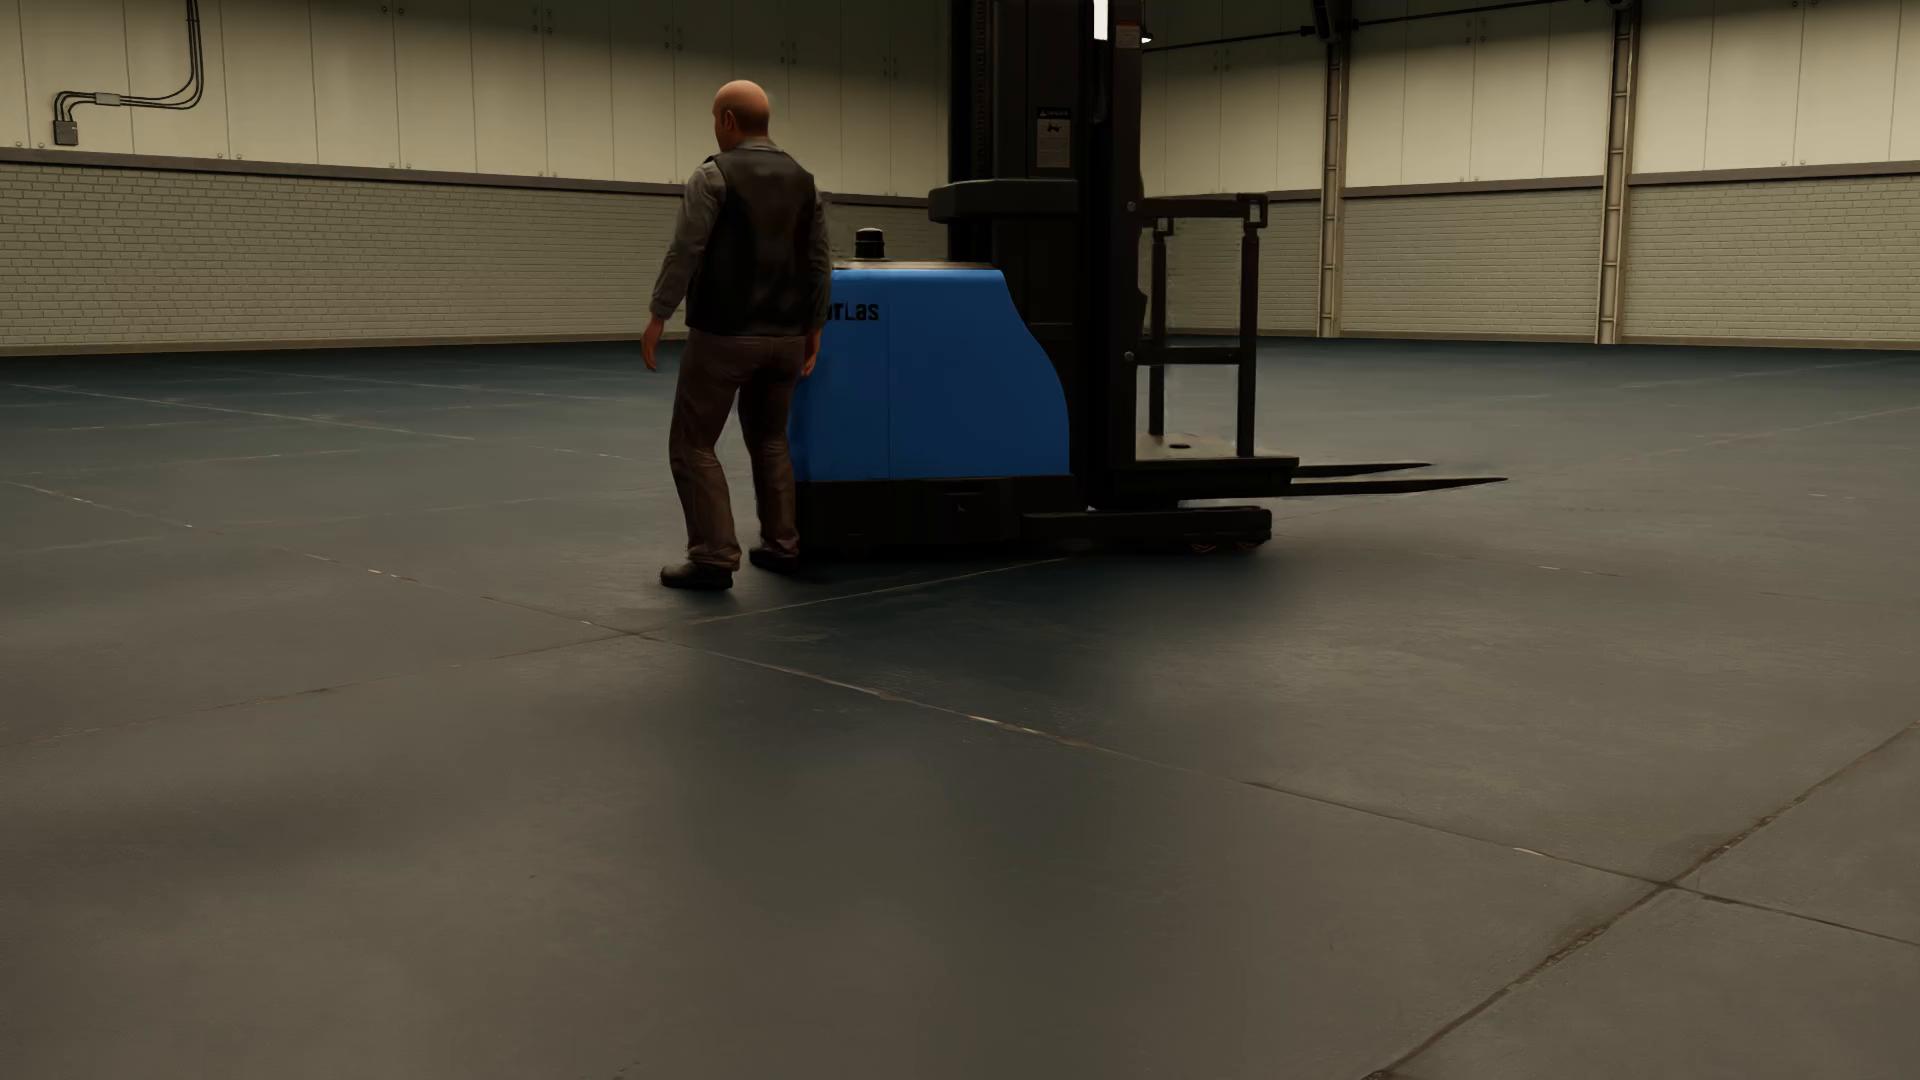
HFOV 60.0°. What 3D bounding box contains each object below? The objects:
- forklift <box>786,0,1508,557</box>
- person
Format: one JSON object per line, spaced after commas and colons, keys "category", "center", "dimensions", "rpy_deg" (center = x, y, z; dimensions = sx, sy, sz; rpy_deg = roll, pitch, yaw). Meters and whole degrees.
{"category": "forklift", "center": [0.731, -1.479, 6.698], "dimensions": [3.031, 2.935, 1.130], "rpy_deg": [-2, 9, -14]}
{"category": "person", "center": [-0.763, -0.702, 5.718], "dimensions": [0.711, 1.699, 0.490], "rpy_deg": [-8, 12, -42]}
